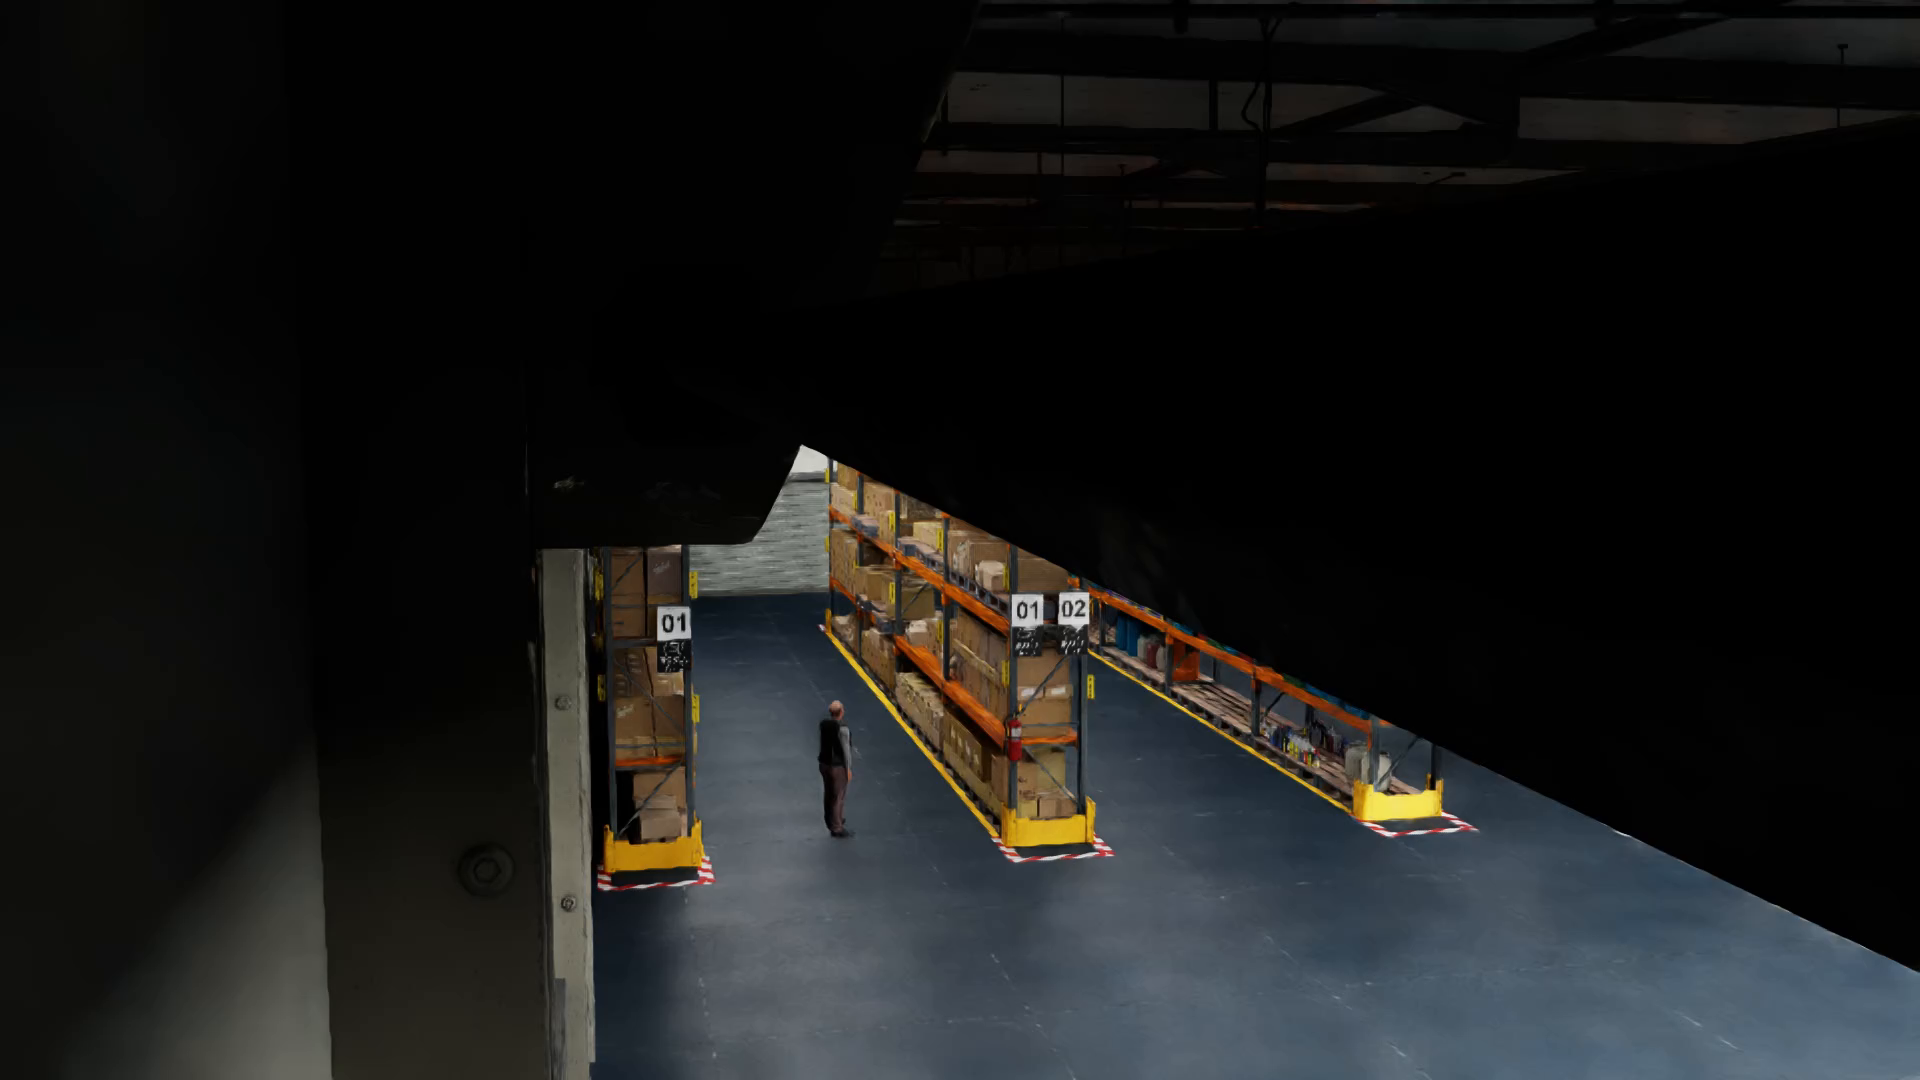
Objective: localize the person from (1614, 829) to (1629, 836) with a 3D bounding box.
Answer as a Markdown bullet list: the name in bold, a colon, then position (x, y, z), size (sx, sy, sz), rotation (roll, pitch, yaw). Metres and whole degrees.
- **person**: position (8.720, 2.990, 21.441), size (0.492, 1.589, 0.623), rotation (2, 7, 18)

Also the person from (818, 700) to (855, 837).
- **person**: position (-1.568, 2.916, 21.464), size (0.463, 1.732, 0.601), rotation (-6, 9, -42)
